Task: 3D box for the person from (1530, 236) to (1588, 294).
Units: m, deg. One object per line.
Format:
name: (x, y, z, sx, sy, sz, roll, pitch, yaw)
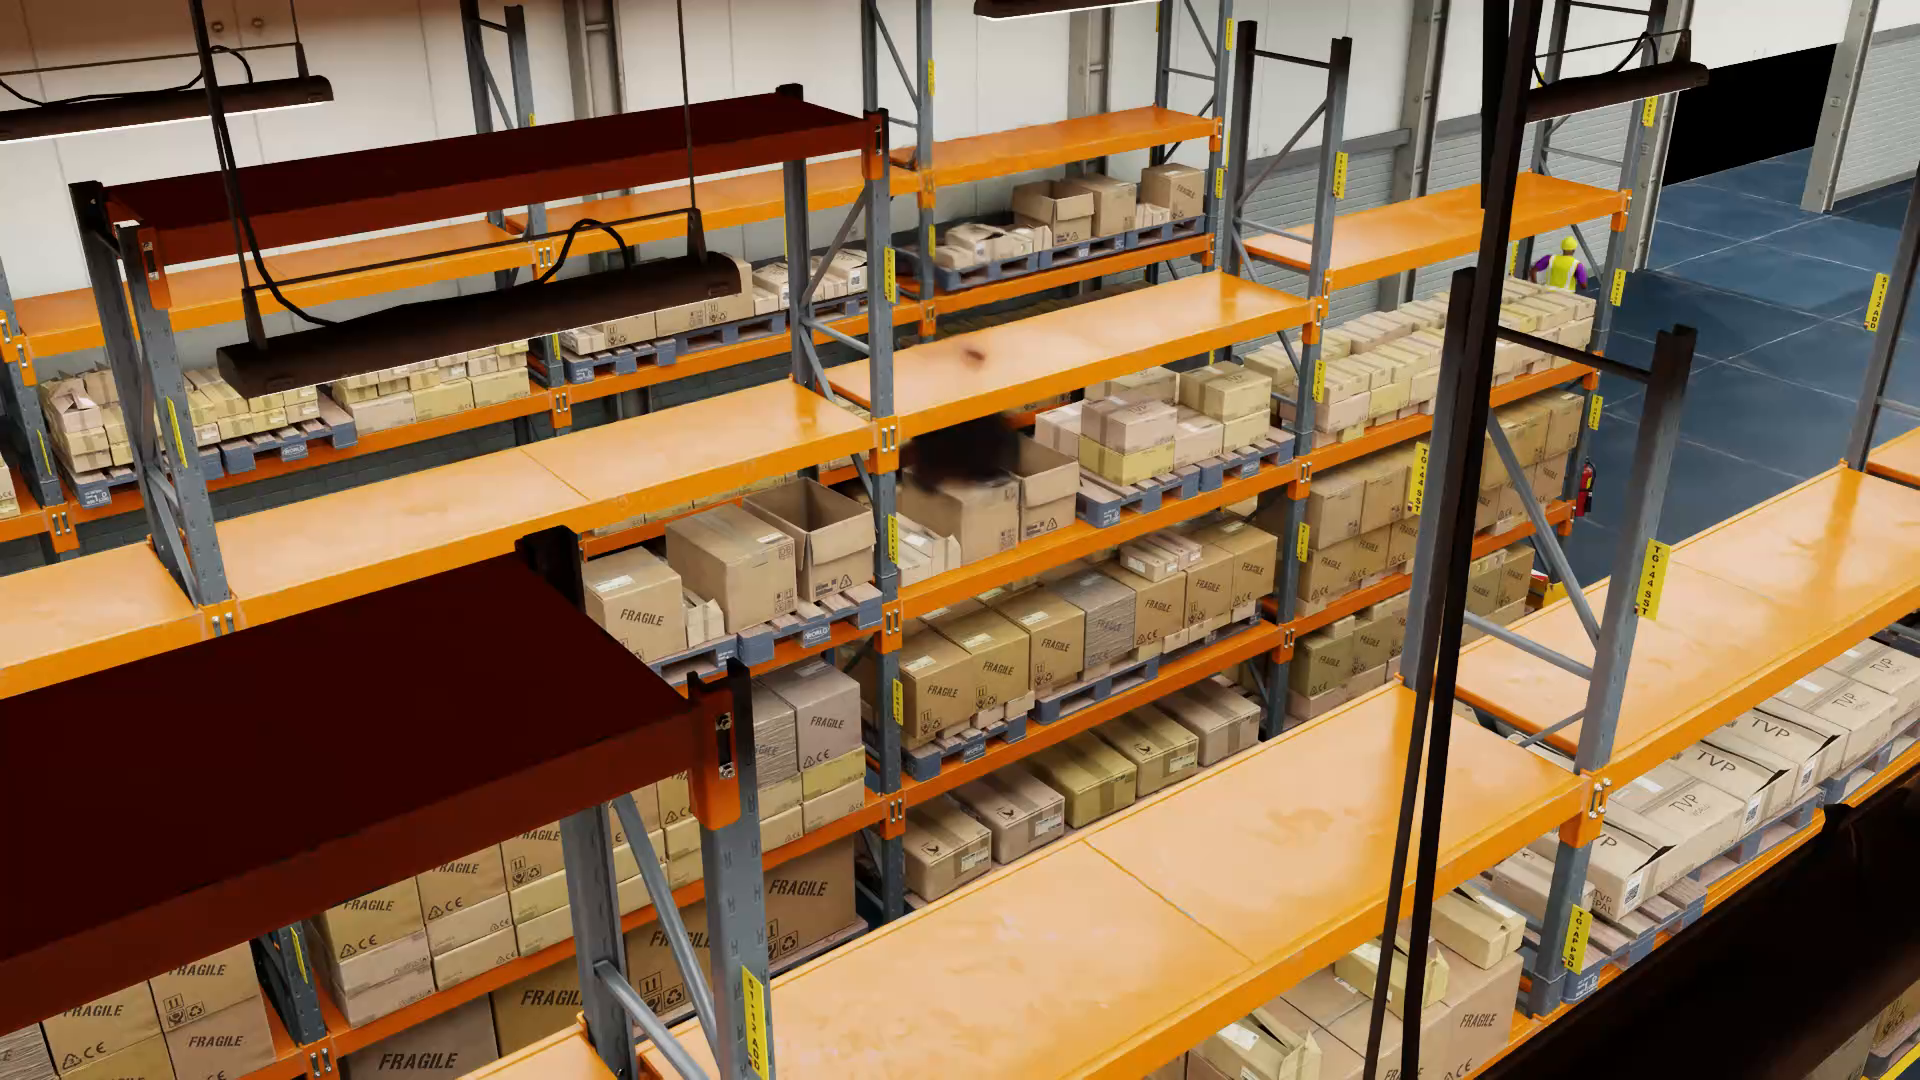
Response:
person: (8.201, -3.266, 22.820, 0.717, 1.811, 0.938, 24, 35, 39)
